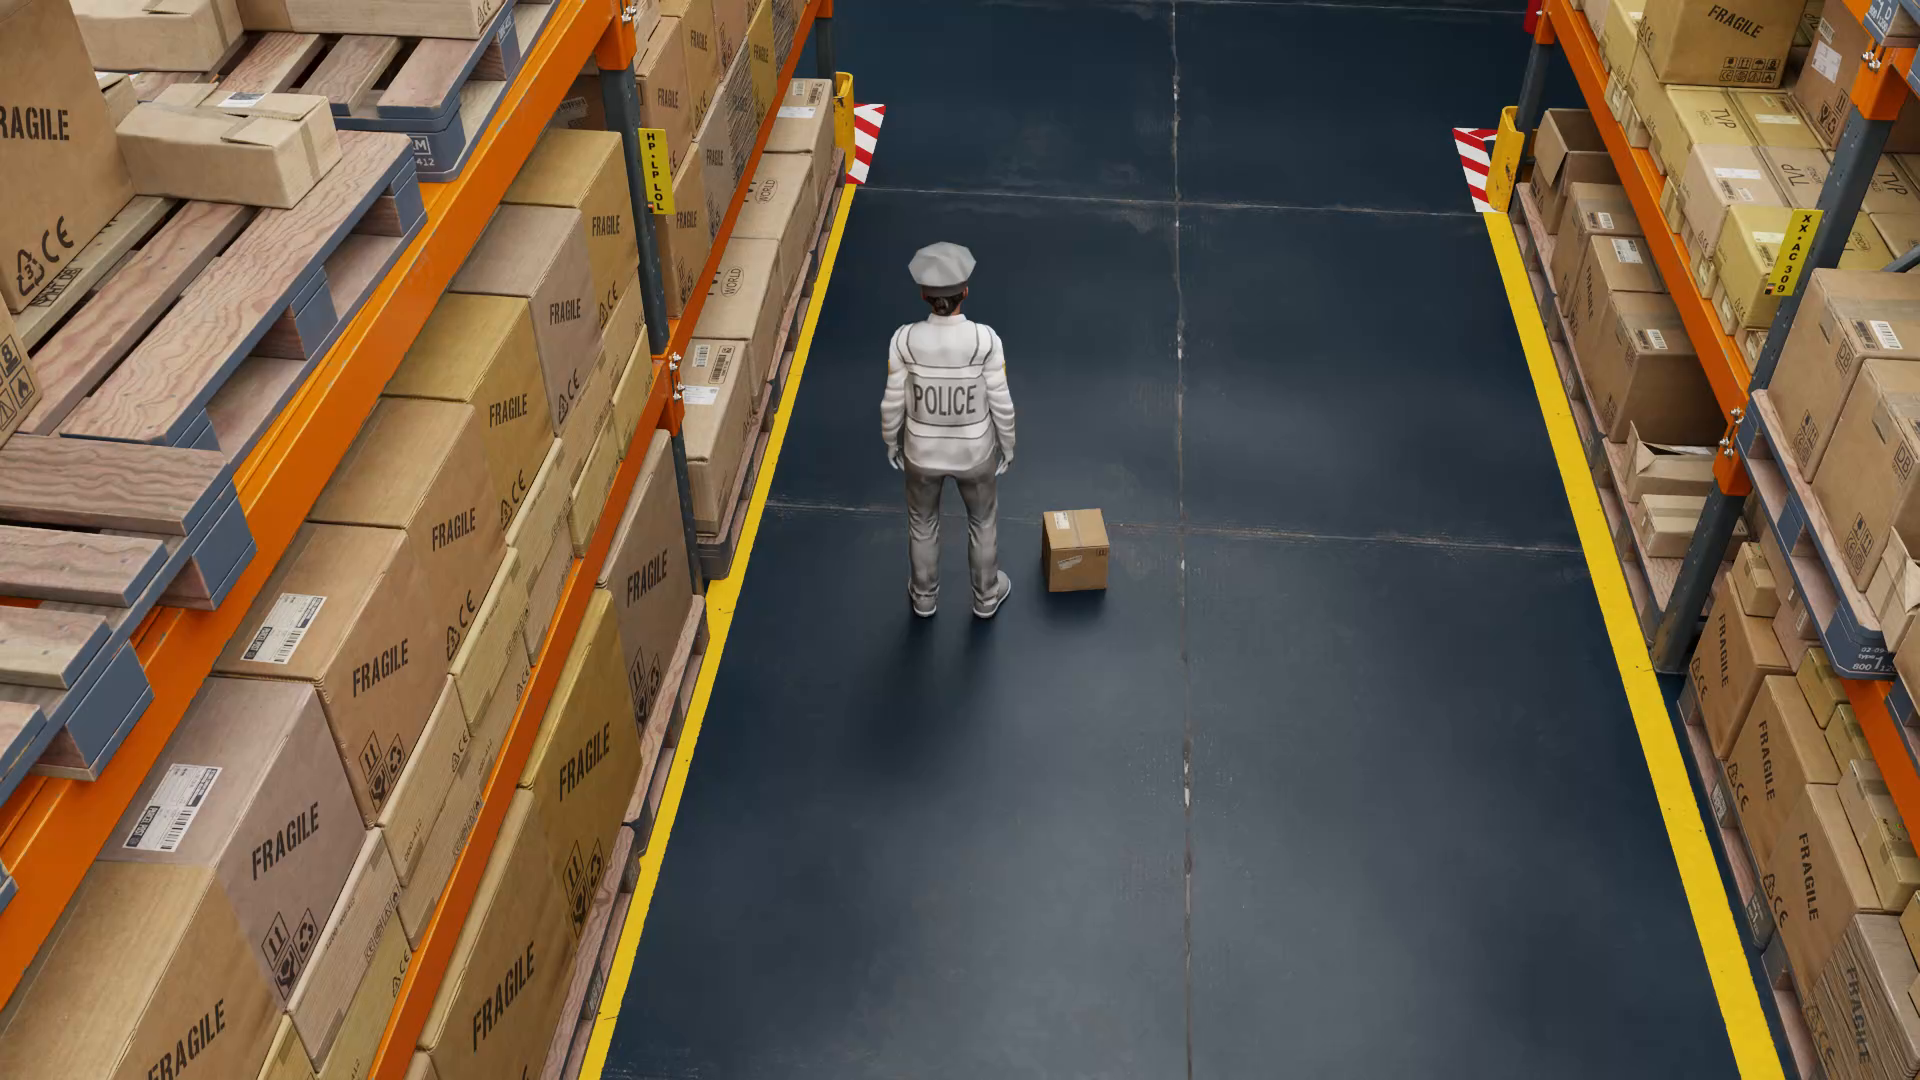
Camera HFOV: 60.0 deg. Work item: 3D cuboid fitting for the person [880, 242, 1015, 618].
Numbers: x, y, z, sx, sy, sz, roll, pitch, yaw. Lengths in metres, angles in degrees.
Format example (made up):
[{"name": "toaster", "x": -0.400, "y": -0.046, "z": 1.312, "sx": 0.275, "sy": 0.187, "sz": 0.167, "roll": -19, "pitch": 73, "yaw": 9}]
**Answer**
[{"name": "person", "x": -0.043, "y": -0.377, "z": 6.598, "sx": 0.526, "sy": 1.663, "sz": 0.343, "roll": 2, "pitch": 40, "yaw": 3}]
